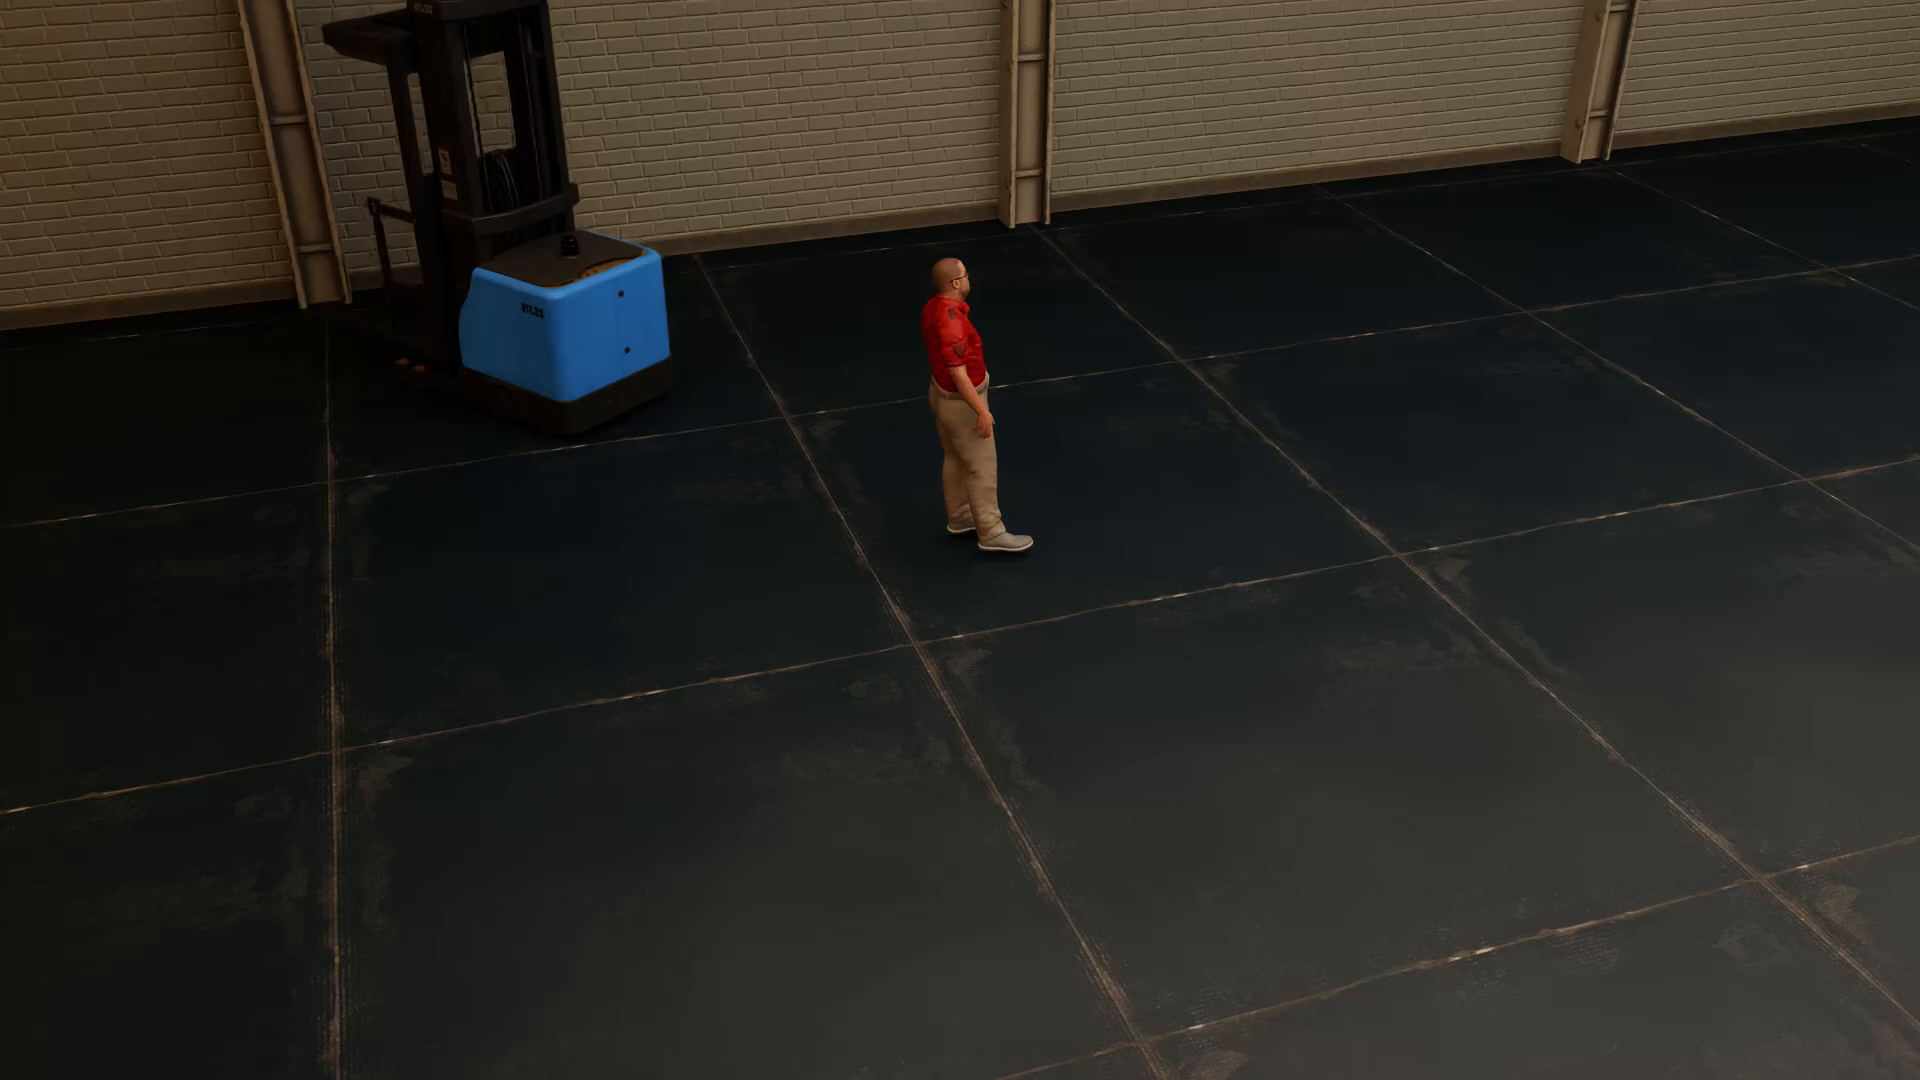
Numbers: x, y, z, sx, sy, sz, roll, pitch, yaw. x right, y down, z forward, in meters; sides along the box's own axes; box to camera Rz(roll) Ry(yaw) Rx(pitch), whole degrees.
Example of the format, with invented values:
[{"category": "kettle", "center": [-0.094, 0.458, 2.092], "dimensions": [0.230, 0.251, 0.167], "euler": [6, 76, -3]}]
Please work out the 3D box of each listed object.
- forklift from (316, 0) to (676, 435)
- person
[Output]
[{"category": "forklift", "center": [-3.499, -2.546, 11.511], "dimensions": [3.031, 2.935, 1.130], "euler": [20, 36, 31]}, {"category": "person", "center": [0.089, -0.798, 9.586], "dimensions": [0.551, 1.728, 0.640], "euler": [-10, 31, -16]}]
